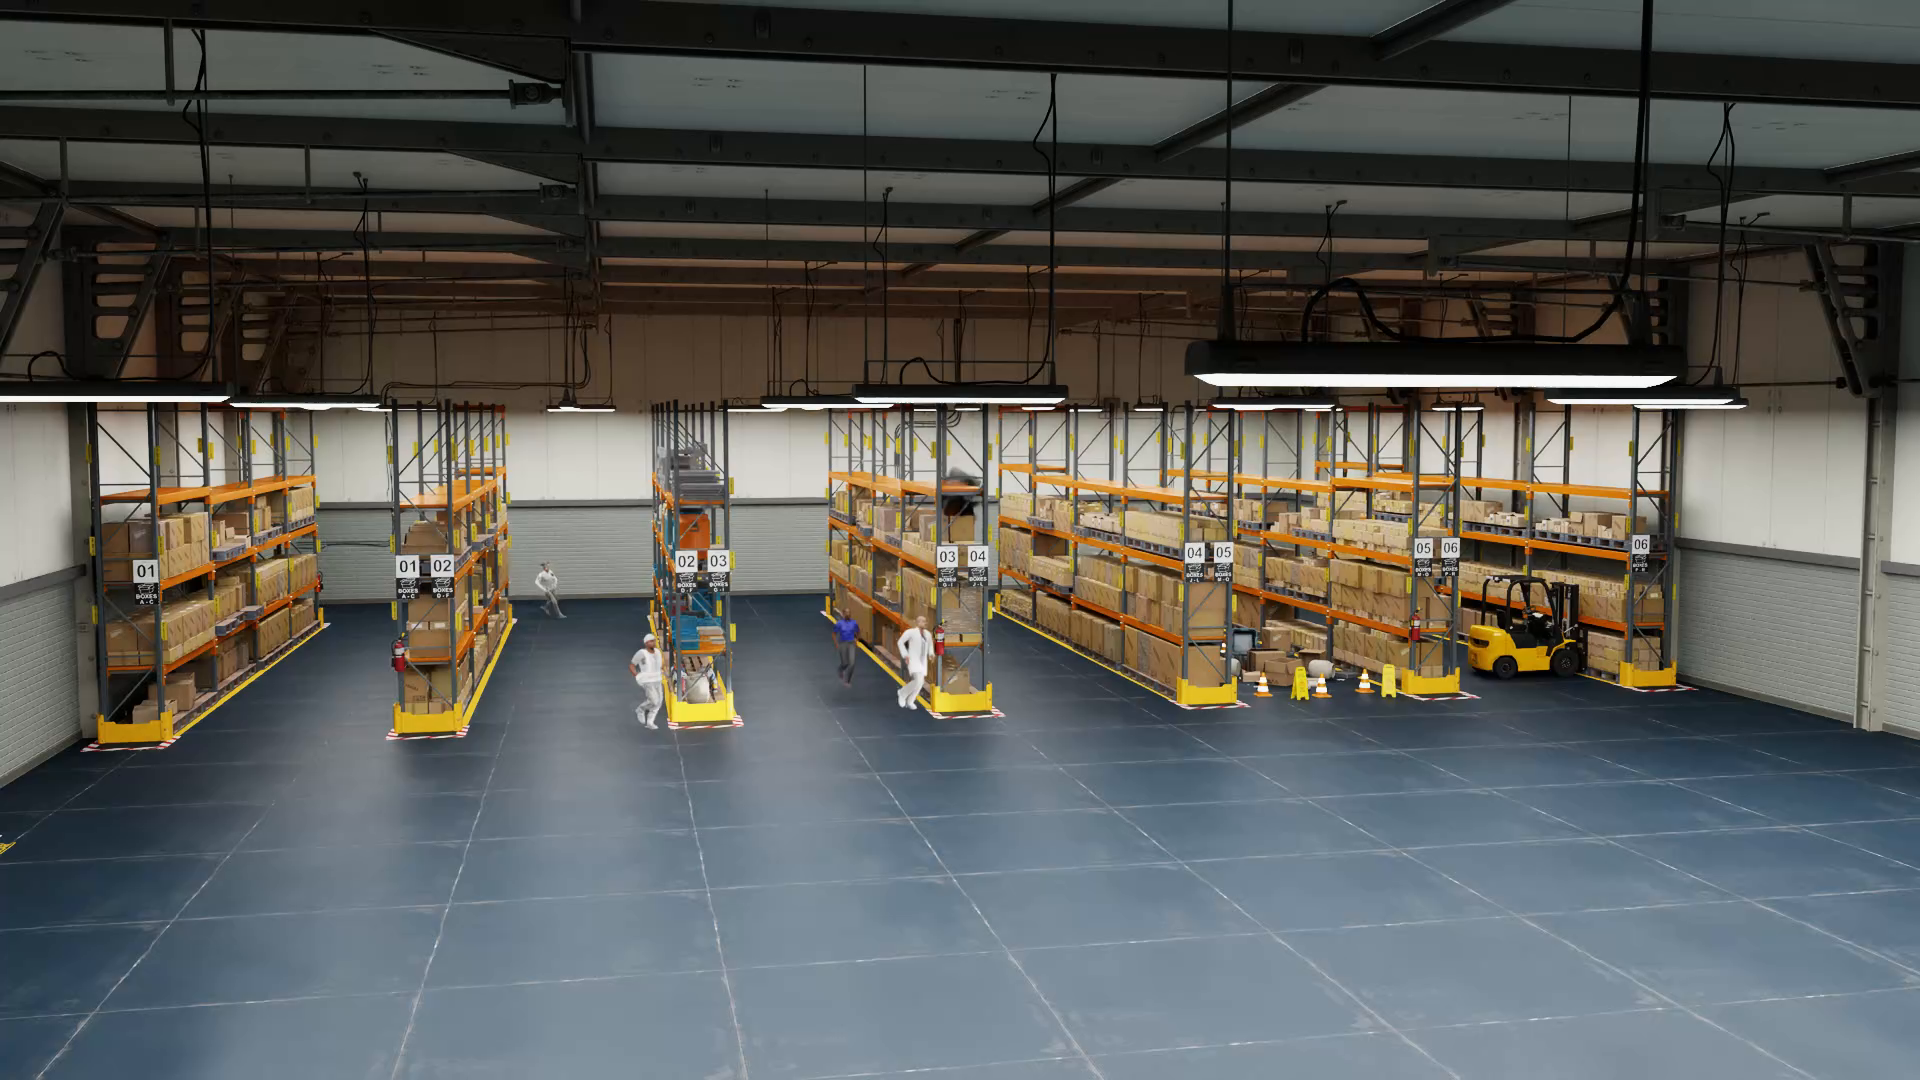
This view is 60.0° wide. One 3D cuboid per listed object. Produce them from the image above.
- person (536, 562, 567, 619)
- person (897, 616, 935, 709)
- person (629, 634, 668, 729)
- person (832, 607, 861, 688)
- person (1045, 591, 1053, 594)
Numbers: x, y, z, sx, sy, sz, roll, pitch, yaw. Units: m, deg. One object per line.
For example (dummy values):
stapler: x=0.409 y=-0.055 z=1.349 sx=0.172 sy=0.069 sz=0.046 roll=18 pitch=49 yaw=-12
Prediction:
person: x=-11.568 y=1.405 z=46.652 sx=0.823 sy=1.608 sz=0.672 roll=3 pitch=5 yaw=34
person: x=-0.771 y=2.293 z=31.207 sx=0.737 sy=1.719 sz=0.591 roll=-4 pitch=6 yaw=-44
person: x=-5.605 y=2.577 z=30.248 sx=0.592 sy=1.737 sz=0.682 roll=3 pitch=5 yaw=37
person: x=-2.286 y=2.173 z=33.710 sx=0.583 sy=1.615 sz=0.524 roll=-1 pitch=4 yaw=-16
person: x=2.673 y=1.114 z=49.516 sx=0.846 sy=1.781 sz=0.698 roll=3 pitch=5 yaw=35
